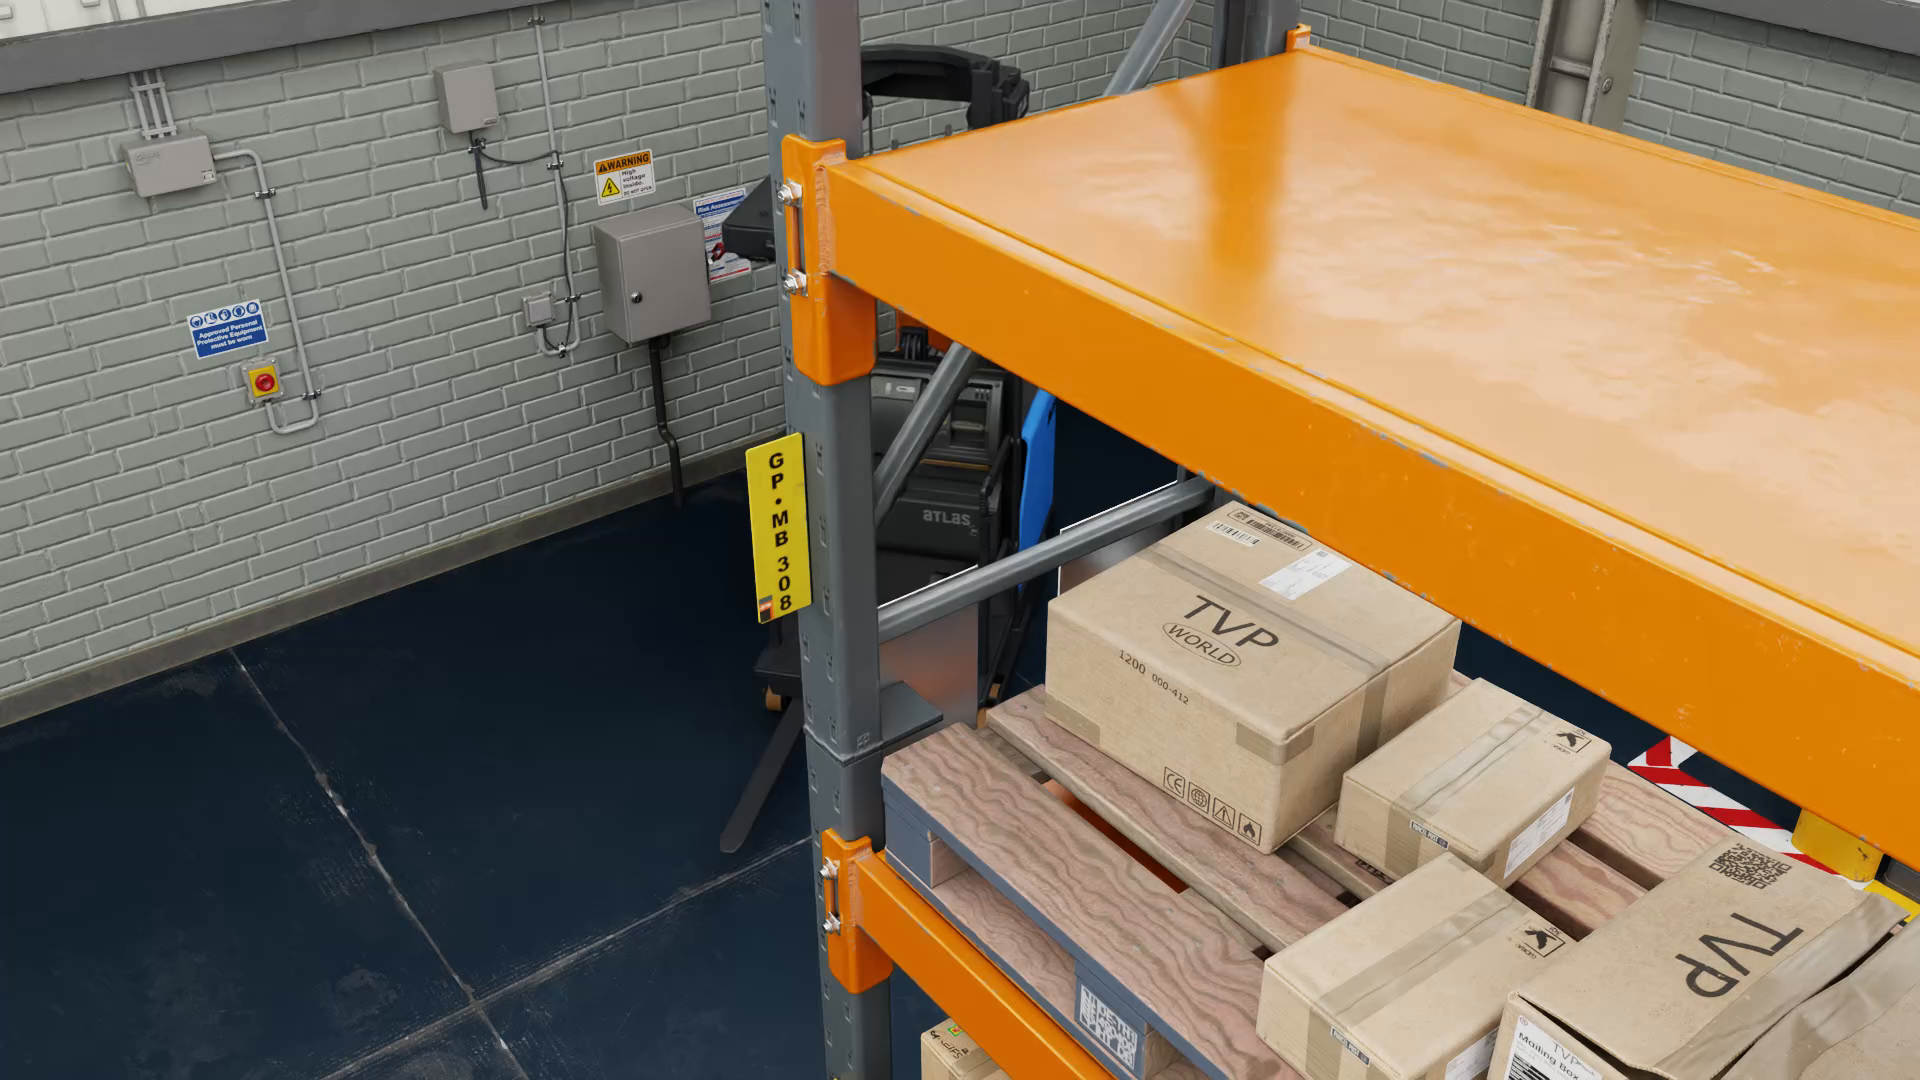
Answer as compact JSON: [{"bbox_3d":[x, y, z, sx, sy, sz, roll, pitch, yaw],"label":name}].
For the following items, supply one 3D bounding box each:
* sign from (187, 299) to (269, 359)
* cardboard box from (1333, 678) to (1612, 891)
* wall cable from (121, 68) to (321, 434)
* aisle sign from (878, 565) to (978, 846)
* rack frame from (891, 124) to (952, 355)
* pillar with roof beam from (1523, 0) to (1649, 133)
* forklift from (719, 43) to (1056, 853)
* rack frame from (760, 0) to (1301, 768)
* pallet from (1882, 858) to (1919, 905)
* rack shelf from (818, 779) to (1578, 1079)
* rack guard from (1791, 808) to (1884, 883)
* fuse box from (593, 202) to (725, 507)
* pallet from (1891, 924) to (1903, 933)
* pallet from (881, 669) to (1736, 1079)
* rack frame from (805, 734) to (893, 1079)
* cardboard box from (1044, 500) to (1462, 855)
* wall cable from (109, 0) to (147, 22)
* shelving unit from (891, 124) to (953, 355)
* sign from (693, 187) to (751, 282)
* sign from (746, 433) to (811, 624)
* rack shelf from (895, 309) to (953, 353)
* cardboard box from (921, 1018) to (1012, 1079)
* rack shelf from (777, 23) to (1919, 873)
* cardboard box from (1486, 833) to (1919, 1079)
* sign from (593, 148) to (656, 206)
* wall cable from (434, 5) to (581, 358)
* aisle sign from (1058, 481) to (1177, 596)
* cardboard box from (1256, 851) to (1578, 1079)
[{"bbox_3d":[-3.401,-0.981,7.730,0.327,0.218,0.001,-22,38,-31],"label":"sign"},{"bbox_3d":[0.818,0.405,2.657,0.380,0.149,0.250,-26,40,-35],"label":"cardboard box"},{"bbox_3d":[-3.325,-1.301,7.509,0.585,1.953,0.123,-22,38,-31],"label":"wall cable"},{"bbox_3d":[-0.122,0.446,3.225,0.394,0.787,0.004,-22,38,-31],"label":"aisle sign"},{"bbox_3d":[-0.199,-1.244,9.263,0.400,2.100,0.015,-25,39,-34],"label":"rack frame"},{"bbox_3d":[-0.273,-2.692,5.055,9.100,9.000,0.400,-22,38,-31],"label":"pillar with roof beam"},{"bbox_3d":[-0.315,-0.527,7.320,1.130,2.935,3.031,7,33,11],"label":"forklift"},{"bbox_3d":[0.151,-1.062,2.431,1.000,3.000,0.127,-22,38,-31],"label":"rack frame"},{"bbox_3d":[4.606,1.427,6.752,1.003,0.211,1.213,-22,38,-31],"label":"pallet"},{"bbox_3d":[1.377,1.351,2.070,1.077,0.370,4.000,-22,38,-31],"label":"rack shelf"},{"bbox_3d":[4.116,0.973,7.210,1.175,0.500,0.348,-22,38,-31],"label":"rack guard"},{"bbox_3d":[-1.577,-0.928,9.122,0.539,1.711,0.414,-22,38,-31],"label":"fuse box"},{"bbox_3d":[1.366,1.064,1.934,1.003,0.211,1.213,-22,38,-31],"label":"pallet"},{"bbox_3d":[0.614,0.556,2.753,1.003,0.211,1.213,-22,38,-31],"label":"pallet"},{"bbox_3d":[0.151,1.486,4.014,1.000,3.000,0.127,-22,38,-31],"label":"rack frame"},{"bbox_3d":[0.498,0.213,2.870,0.500,0.250,0.500,-26,40,-36],"label":"cardboard box"},{"bbox_3d":[-3.560,-3.342,6.101,0.463,3.000,0.029,-22,38,-31],"label":"wall cable"},{"bbox_3d":[-0.039,-1.147,9.107,0.431,2.100,0.503,-25,39,-34],"label":"shelving unit"},{"bbox_3d":[-1.313,-1.681,9.203,0.329,0.494,0.001,-22,38,-31],"label":"sign"},{"bbox_3d":[-0.291,-0.016,2.686,0.100,0.325,0.005,-22,38,-31],"label":"sign"},{"bbox_3d":[-0.039,-1.135,9.114,0.431,0.518,0.480,-25,39,-34],"label":"rack shelf"},{"bbox_3d":[0.150,0.981,3.170,0.380,0.149,0.250,-21,38,-30],"label":"cardboard box"},{"bbox_3d":[1.377,0.247,1.384,1.077,0.370,4.000,-22,38,-31],"label":"rack shelf"},{"bbox_3d":[1.029,0.669,2.078,0.500,0.311,0.500,-22,38,-31],"label":"cardboard box"},{"bbox_3d":[-1.747,-1.894,8.674,0.339,0.242,0.001,-22,38,-31],"label":"sign"},{"bbox_3d":[-2.212,-1.751,8.264,0.588,1.984,0.122,-22,38,-31],"label":"wall cable"},{"bbox_3d":[0.352,0.252,3.538,0.394,0.787,0.004,-22,38,-31],"label":"aisle sign"},{"bbox_3d":[0.636,0.626,2.301,0.380,0.149,0.250,-21,37,-30],"label":"cardboard box"}]
